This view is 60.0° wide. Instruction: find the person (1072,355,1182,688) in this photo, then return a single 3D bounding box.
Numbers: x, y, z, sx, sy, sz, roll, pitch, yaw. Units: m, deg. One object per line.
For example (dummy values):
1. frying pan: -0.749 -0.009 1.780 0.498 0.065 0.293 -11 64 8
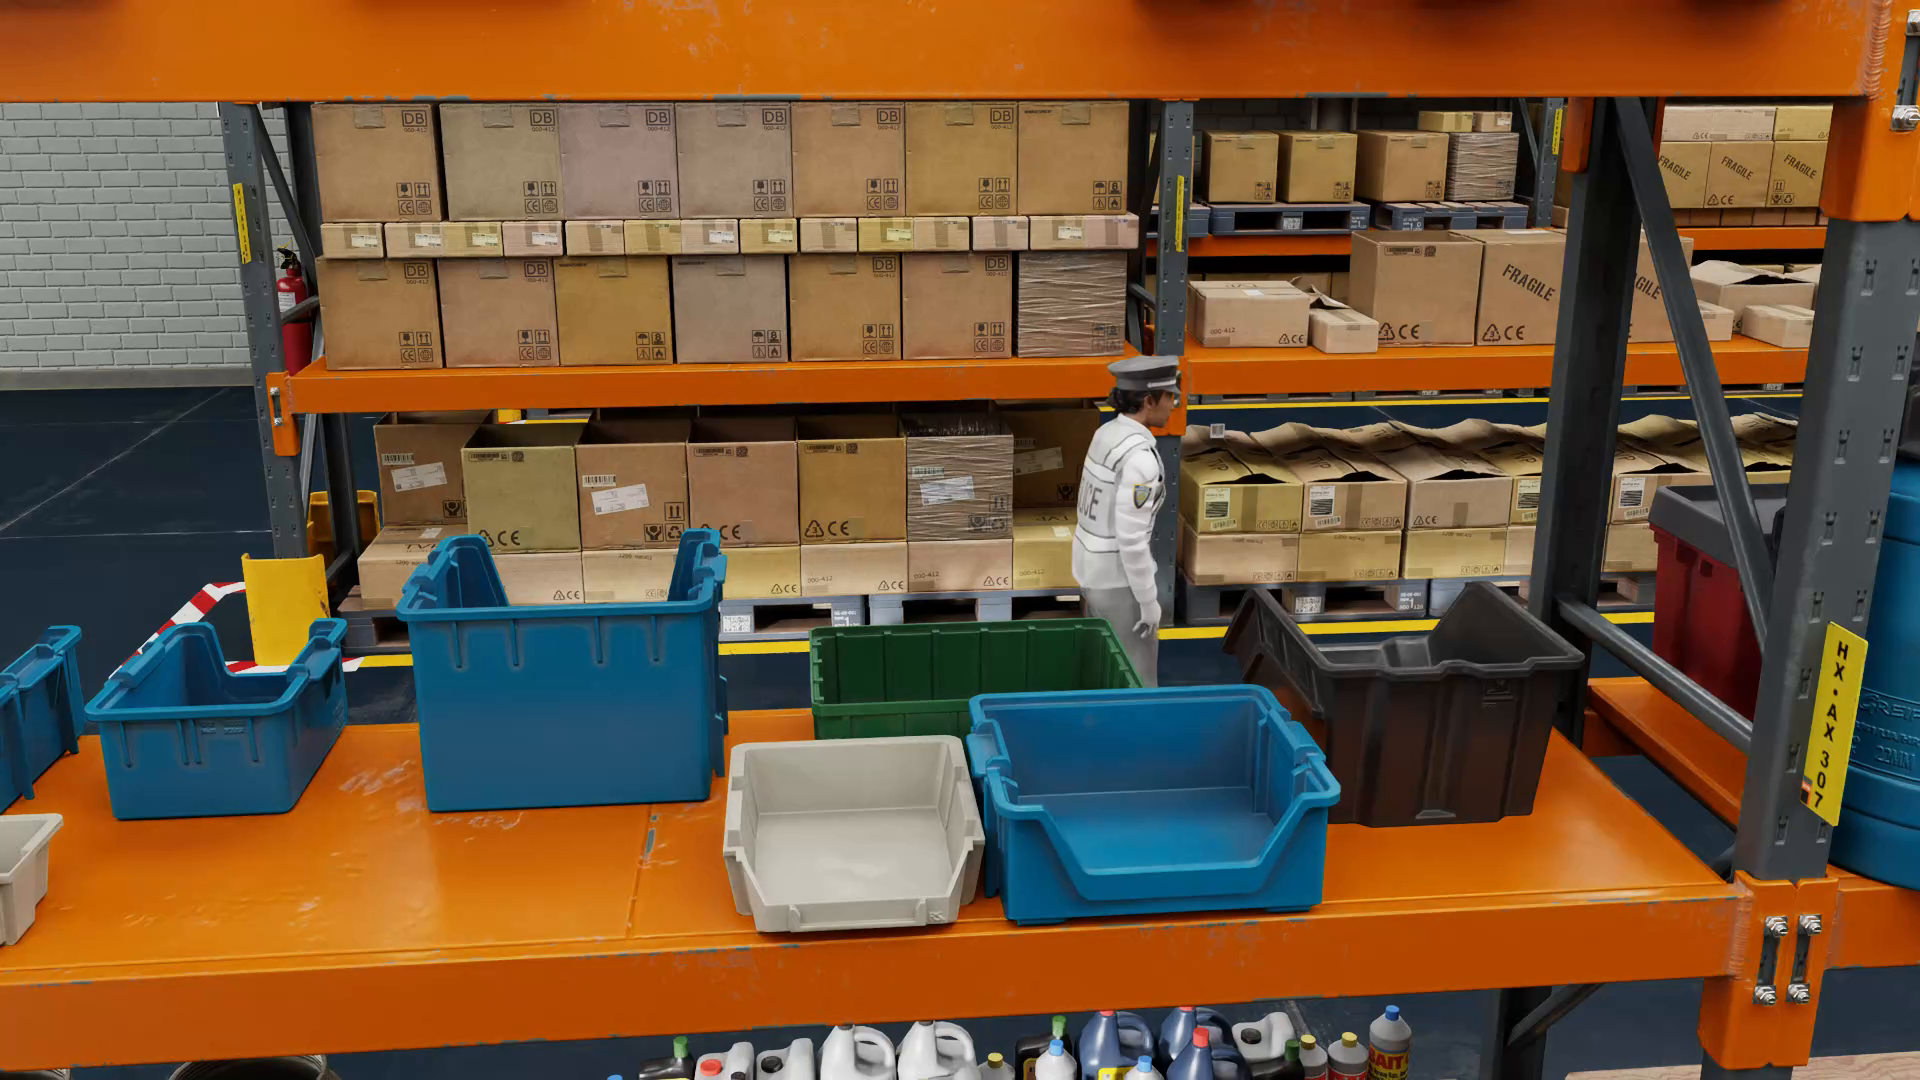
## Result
1. person: 0.596 0.162 6.003 0.371 1.662 0.522 -2 17 -8
